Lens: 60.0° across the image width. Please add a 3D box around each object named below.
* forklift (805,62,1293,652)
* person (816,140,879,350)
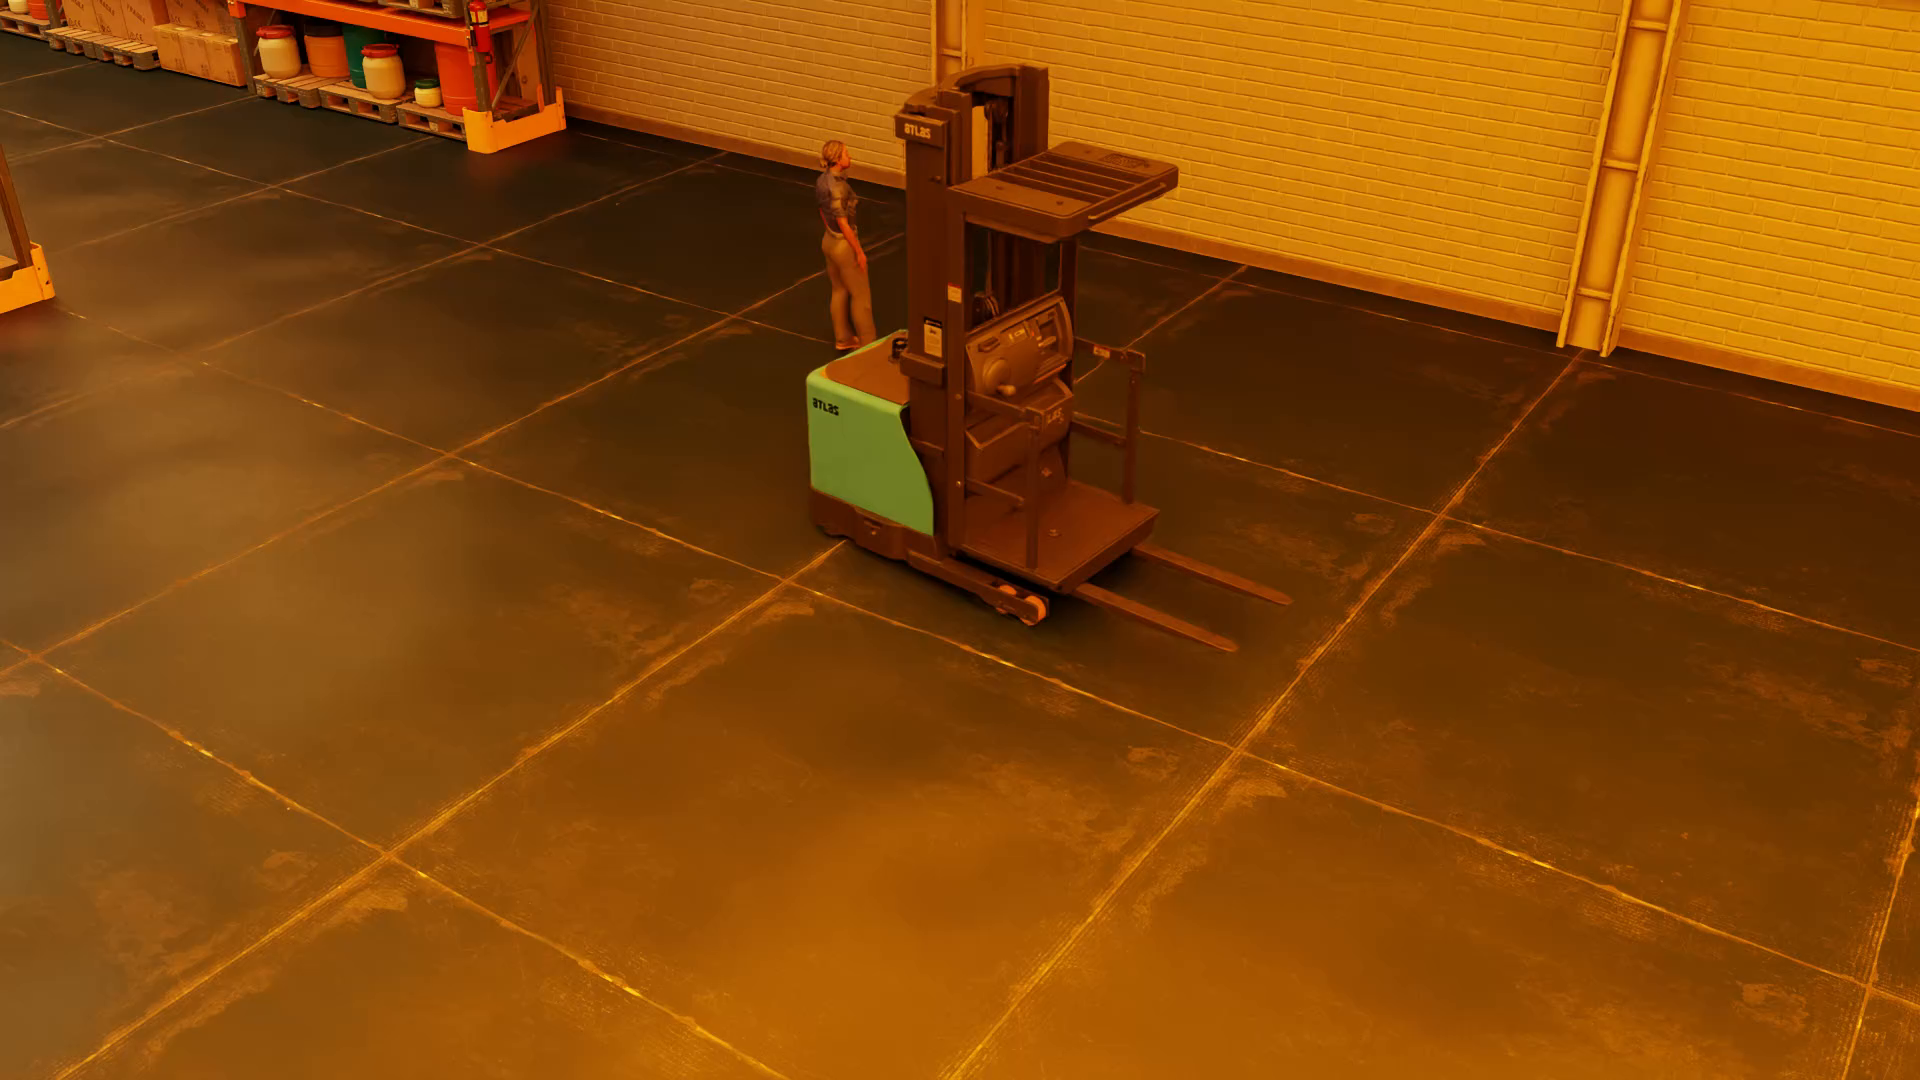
[{"bbox_3d":[0.509,-1.075,9.433,3.031,2.935,1.130,22,37,33],"label":"forklift"},{"bbox_3d":[-0.812,-2.238,12.699,0.500,1.659,0.564,-14,33,-22],"label":"person"}]
